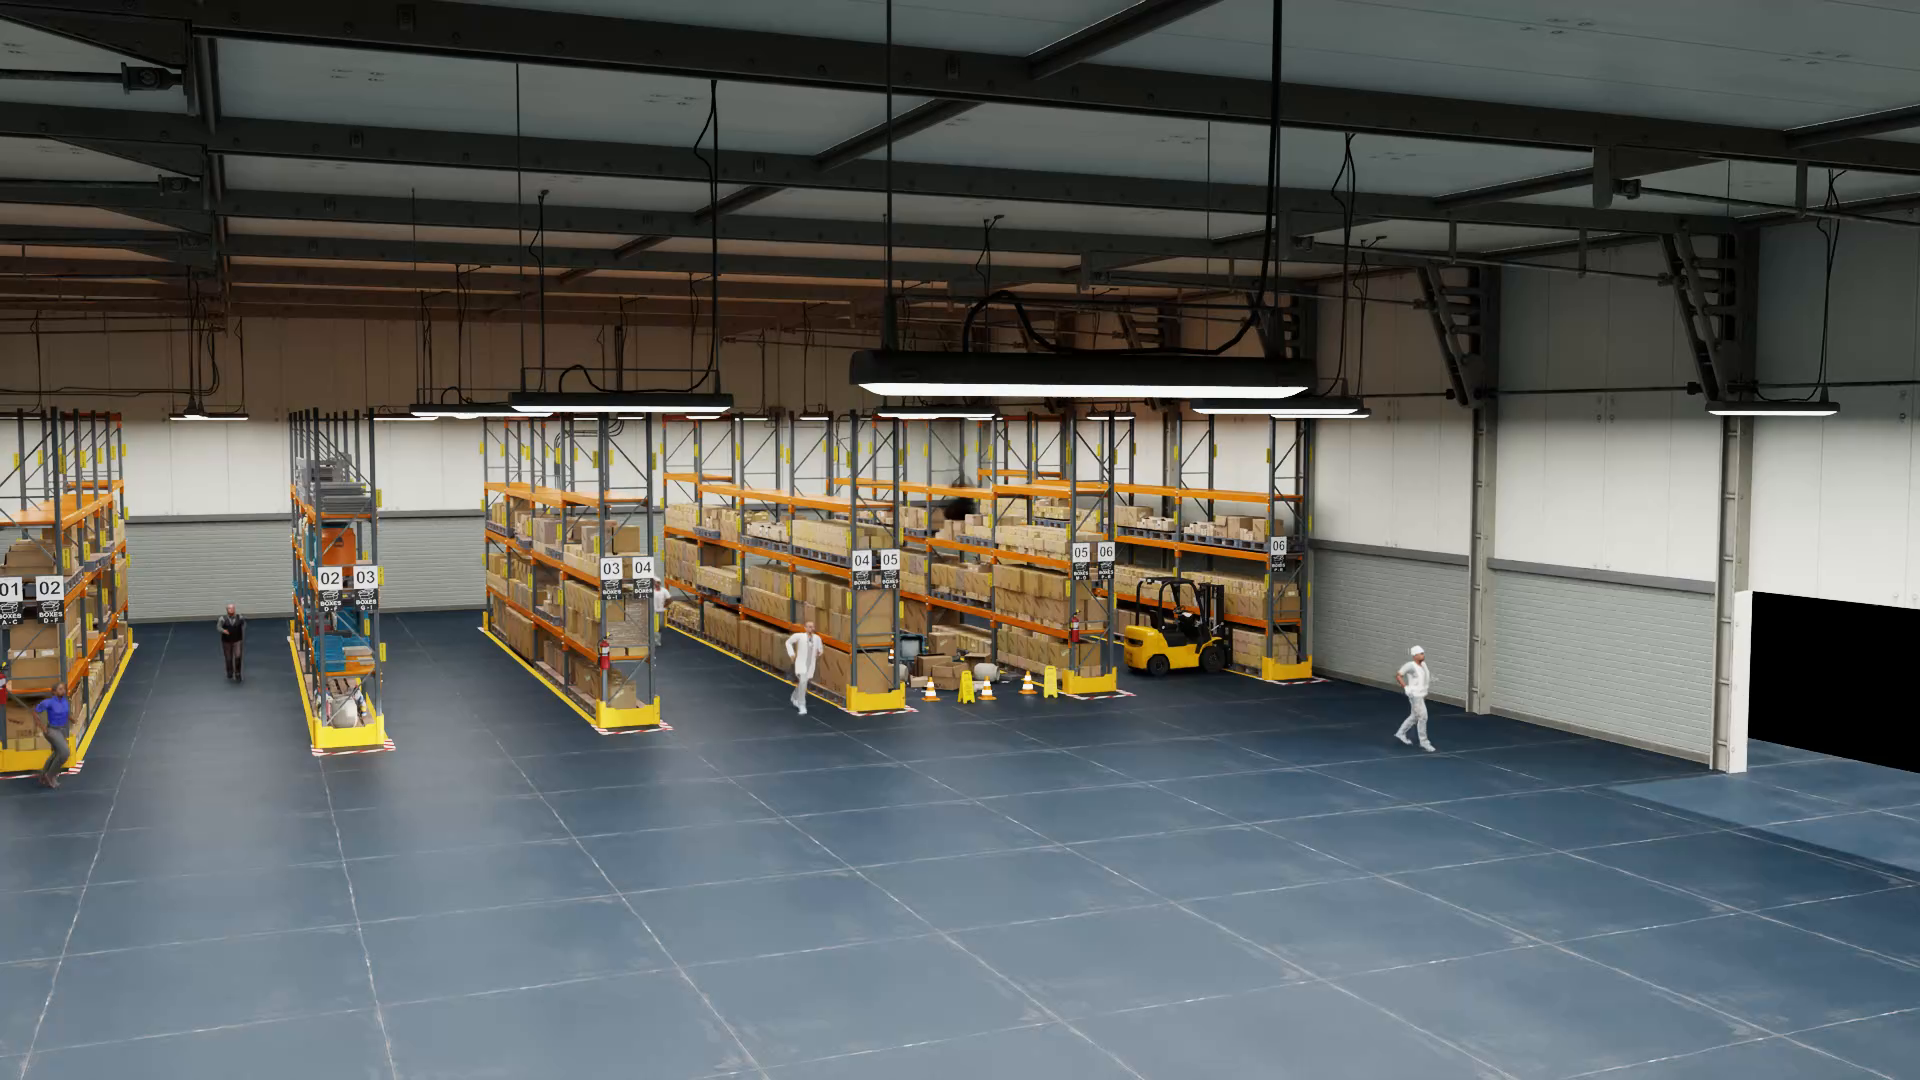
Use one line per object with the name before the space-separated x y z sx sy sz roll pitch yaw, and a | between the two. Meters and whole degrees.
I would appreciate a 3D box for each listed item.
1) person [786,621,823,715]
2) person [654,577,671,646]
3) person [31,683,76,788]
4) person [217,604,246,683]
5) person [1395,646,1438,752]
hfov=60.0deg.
person | -3.075 2.514 33.253 0.712 1.783 0.973 -3 5 -33
person | -7.830 1.825 43.024 0.731 1.746 0.930 -1 4 -17
person | -14.244 3.069 26.223 0.633 1.652 0.589 1 4 8
person | -16.150 2.290 36.881 0.604 1.755 0.803 -2 4 -24
person | 8.044 2.770 29.293 0.817 1.818 0.668 3 5 39
